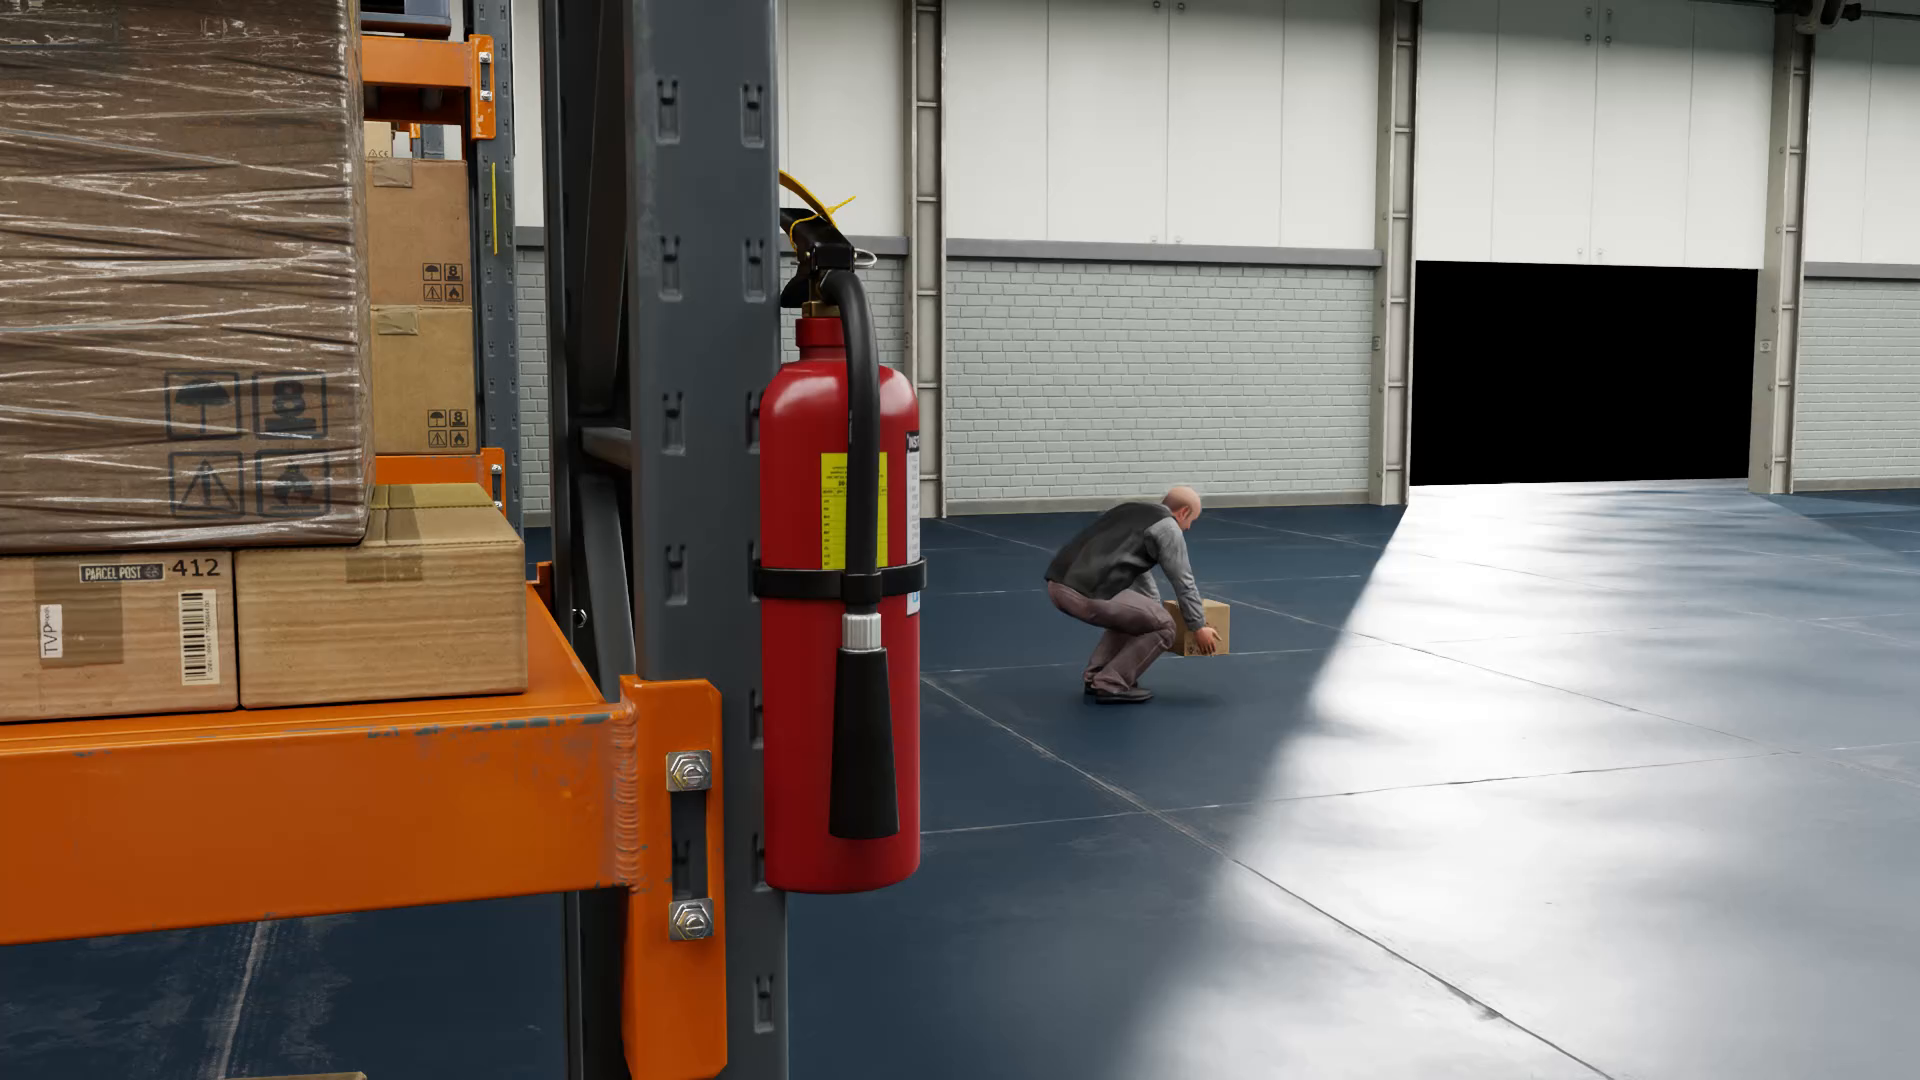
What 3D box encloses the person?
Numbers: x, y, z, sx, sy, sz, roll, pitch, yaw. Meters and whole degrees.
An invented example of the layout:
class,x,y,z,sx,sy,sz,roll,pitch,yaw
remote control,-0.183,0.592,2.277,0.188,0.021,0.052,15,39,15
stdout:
class,x,y,z,sx,sy,sz,roll,pitch,yaw
person,0.835,0.264,8.289,0.846,1.032,0.553,-2,6,-19
